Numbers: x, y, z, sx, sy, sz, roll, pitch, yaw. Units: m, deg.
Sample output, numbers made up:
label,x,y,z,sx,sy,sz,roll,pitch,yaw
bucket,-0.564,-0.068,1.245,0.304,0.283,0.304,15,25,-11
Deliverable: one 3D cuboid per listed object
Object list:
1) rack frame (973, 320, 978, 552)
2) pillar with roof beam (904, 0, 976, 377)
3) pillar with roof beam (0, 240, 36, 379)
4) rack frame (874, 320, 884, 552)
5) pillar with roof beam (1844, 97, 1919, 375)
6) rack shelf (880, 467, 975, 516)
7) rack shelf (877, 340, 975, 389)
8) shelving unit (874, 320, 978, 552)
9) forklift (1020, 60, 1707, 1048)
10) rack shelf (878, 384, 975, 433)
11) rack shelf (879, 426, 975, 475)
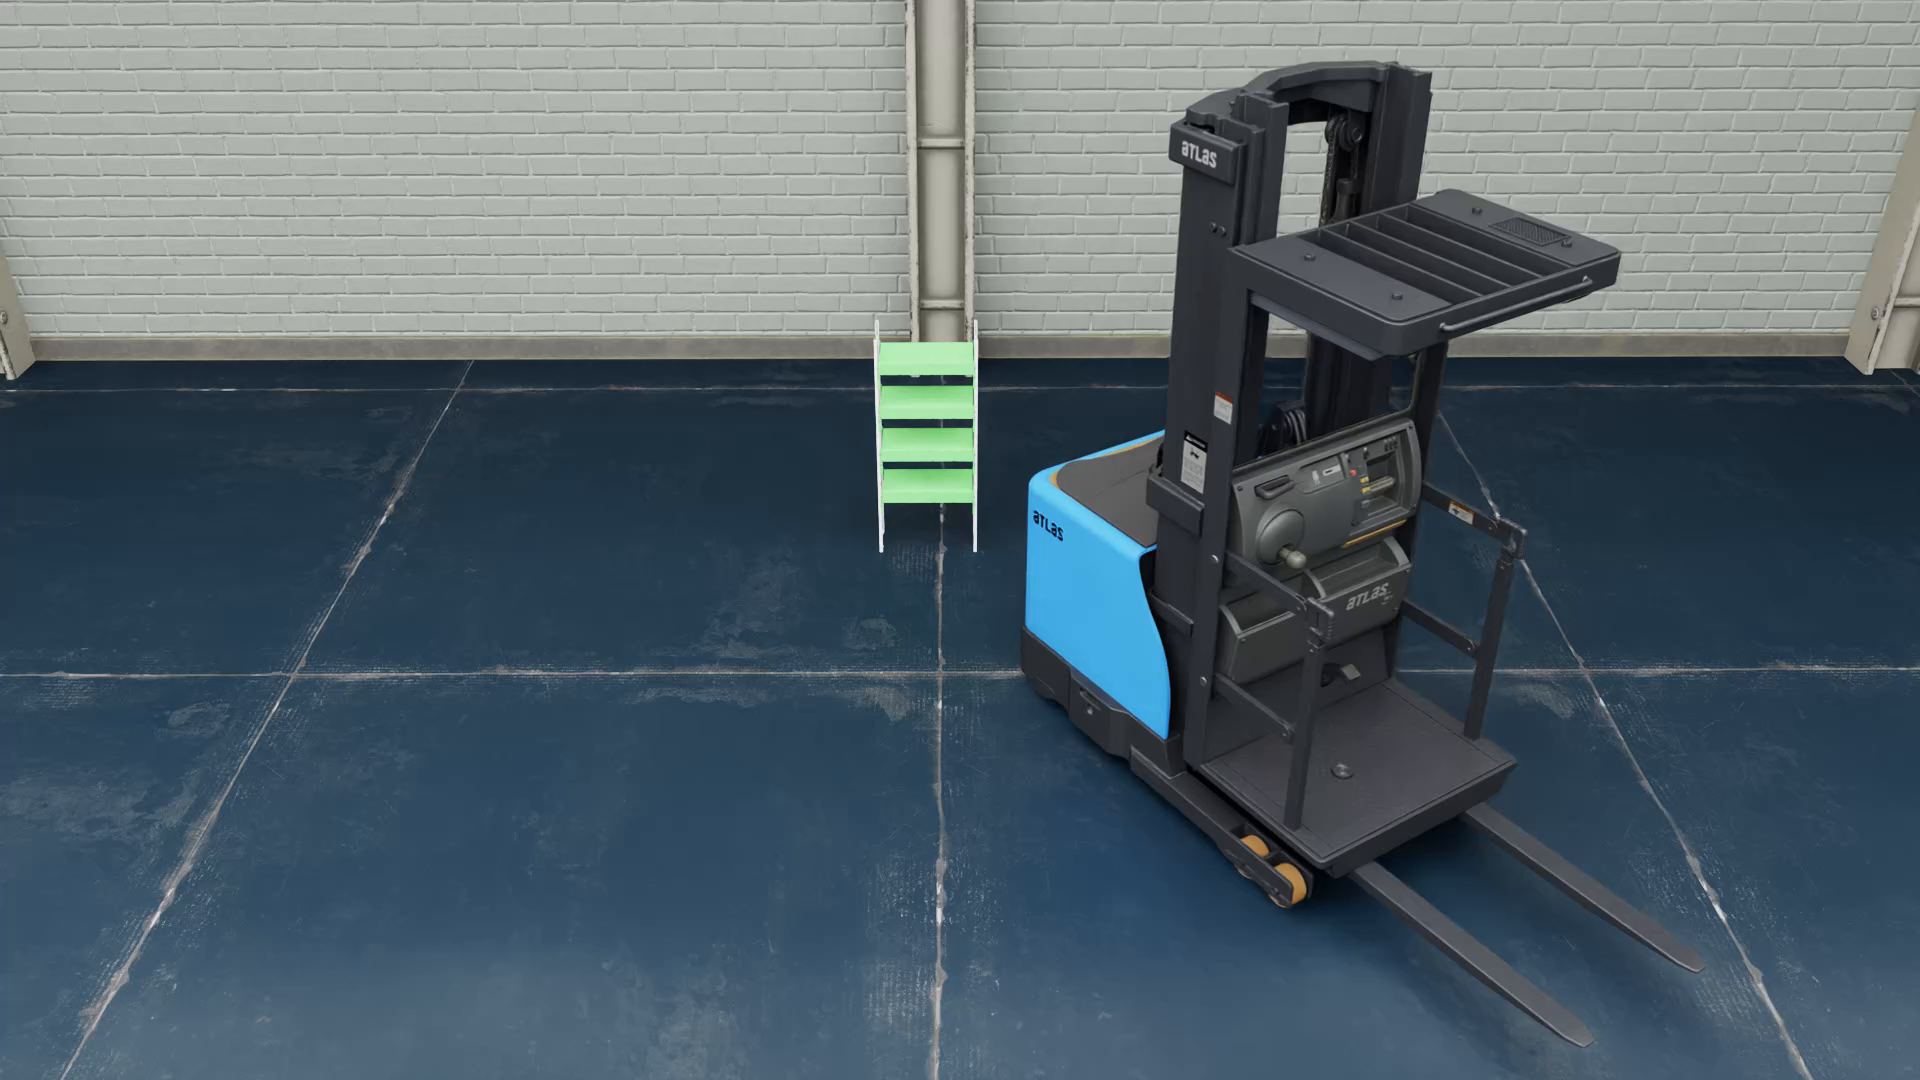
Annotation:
label,x,y,z,sx,sy,sz,roll,pitch,yaw
rack frame,0.078,-0.513,8.439,0.015,1.200,0.240,0,31,0
pillar with roof beam,-0.086,-2.718,4.555,0.400,9.000,9.100,0,31,0
pillar with roof beam,-6.086,-2.699,4.524,0.400,9.000,9.100,0,31,0
rack frame,-0.410,-0.512,8.437,0.015,1.200,0.240,0,31,0
pillar with roof beam,5.914,-2.737,4.586,0.400,9.000,9.100,0,31,0
rack shelf,-0.166,-0.253,8.596,0.480,0.148,0.258,0,31,0
rack shelf,-0.166,-0.868,8.222,0.480,0.148,0.258,0,31,0
shelving unit,-0.166,-0.512,8.438,0.503,1.200,0.258,0,31,0
forklift,1.514,-0.121,6.124,1.130,2.935,3.031,-19,36,-28
rack shelf,-0.166,-0.663,8.347,0.480,0.148,0.258,0,31,0
rack shelf,-0.166,-0.458,8.471,0.480,0.148,0.258,0,31,0
